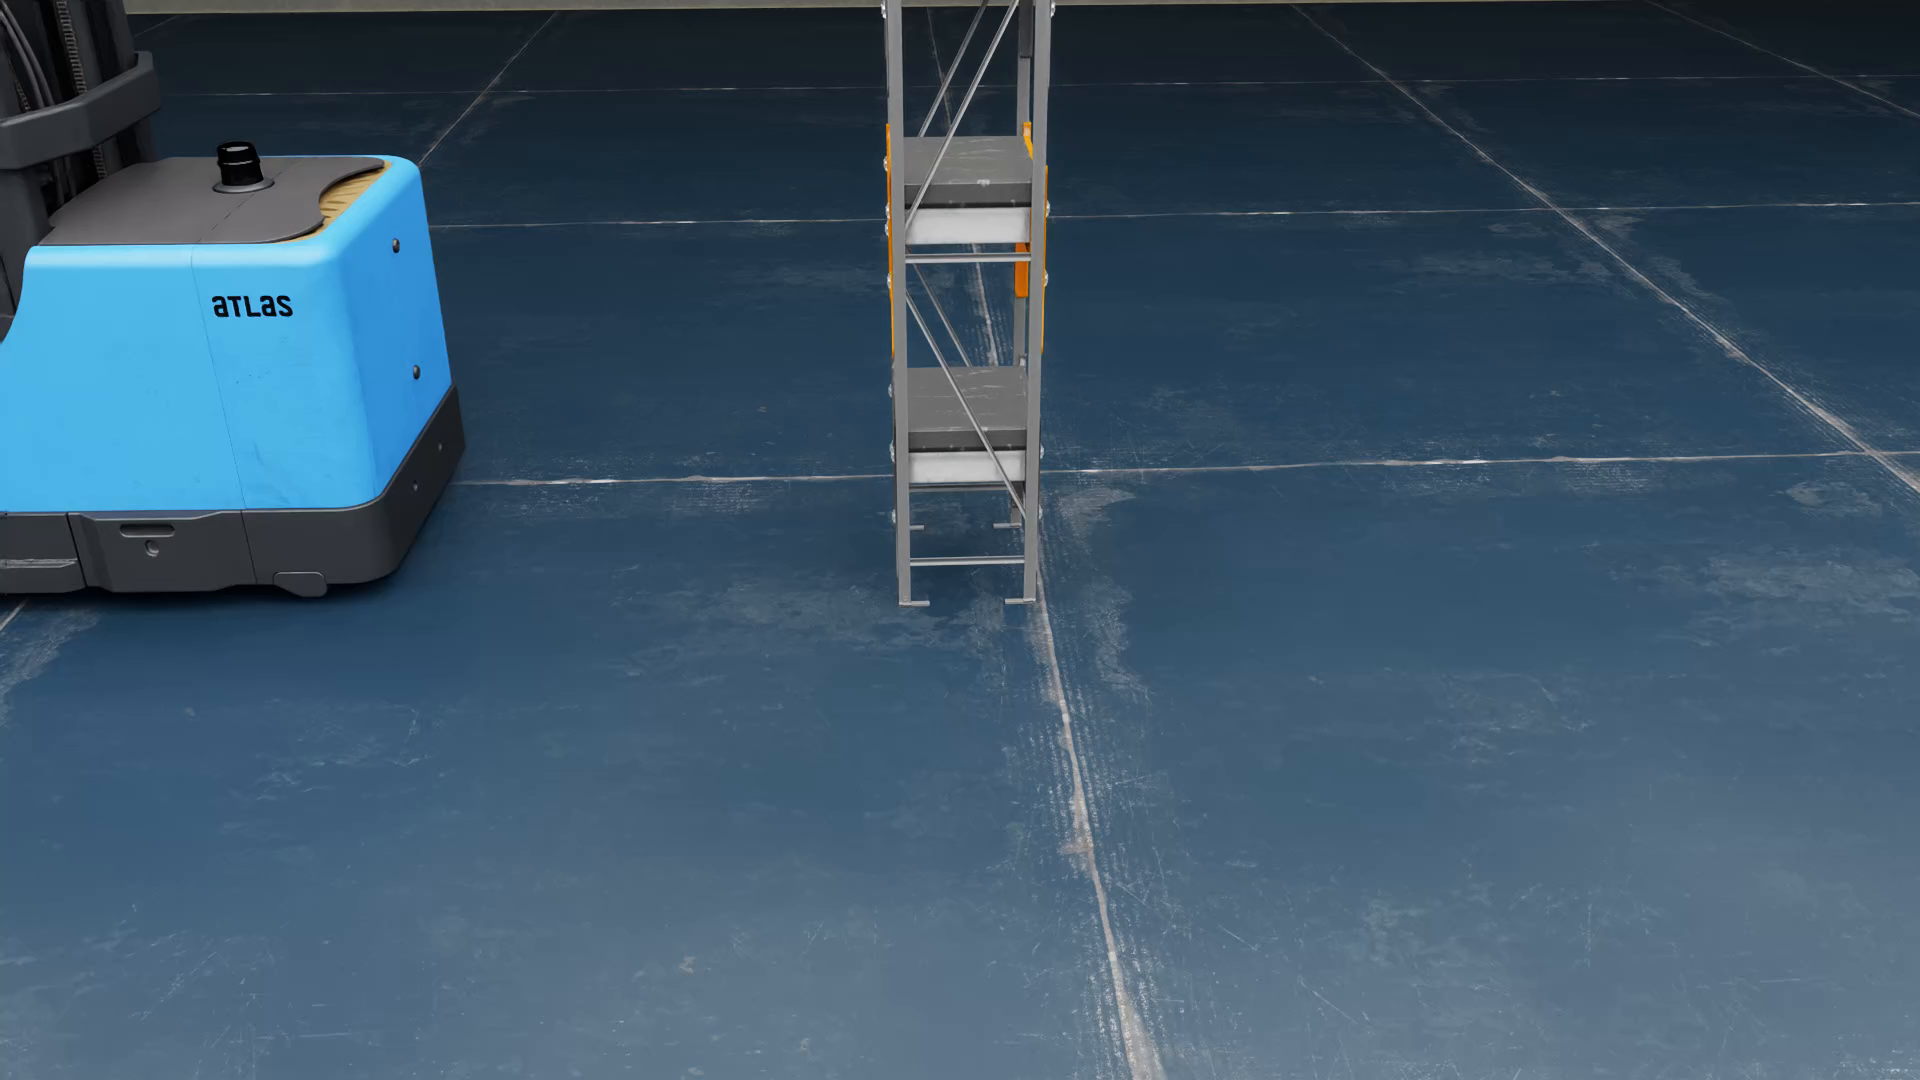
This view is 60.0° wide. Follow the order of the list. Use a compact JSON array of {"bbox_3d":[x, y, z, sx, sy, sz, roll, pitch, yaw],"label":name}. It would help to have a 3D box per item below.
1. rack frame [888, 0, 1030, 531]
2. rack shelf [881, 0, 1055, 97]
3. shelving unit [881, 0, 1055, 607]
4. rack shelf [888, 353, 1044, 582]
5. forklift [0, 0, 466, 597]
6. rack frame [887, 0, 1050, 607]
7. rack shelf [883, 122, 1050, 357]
[{"bbox_3d":[-0.004,-0.967,4.834,0.400,2.100,0.015,-1,28,-3],"label":"rack frame"},{"bbox_3d":[0.009,-1.463,4.300,0.431,0.518,0.480,-1,28,-3],"label":"rack shelf"},{"bbox_3d":[0.009,-0.855,4.618,0.431,2.100,0.503,-1,28,-3],"label":"shelving unit"},{"bbox_3d":[0.009,-0.222,4.948,0.431,0.518,0.480,-1,28,-3],"label":"rack shelf"},{"bbox_3d":[-3.196,-1.333,4.637,3.031,2.935,1.130,-1,28,-1],"label":"forklift"},{"bbox_3d":[0.021,-0.742,4.402,0.400,2.100,0.015,-1,28,-3],"label":"rack frame"},{"bbox_3d":[0.009,-0.842,4.624,0.431,0.518,0.480,-1,28,-3],"label":"rack shelf"}]
